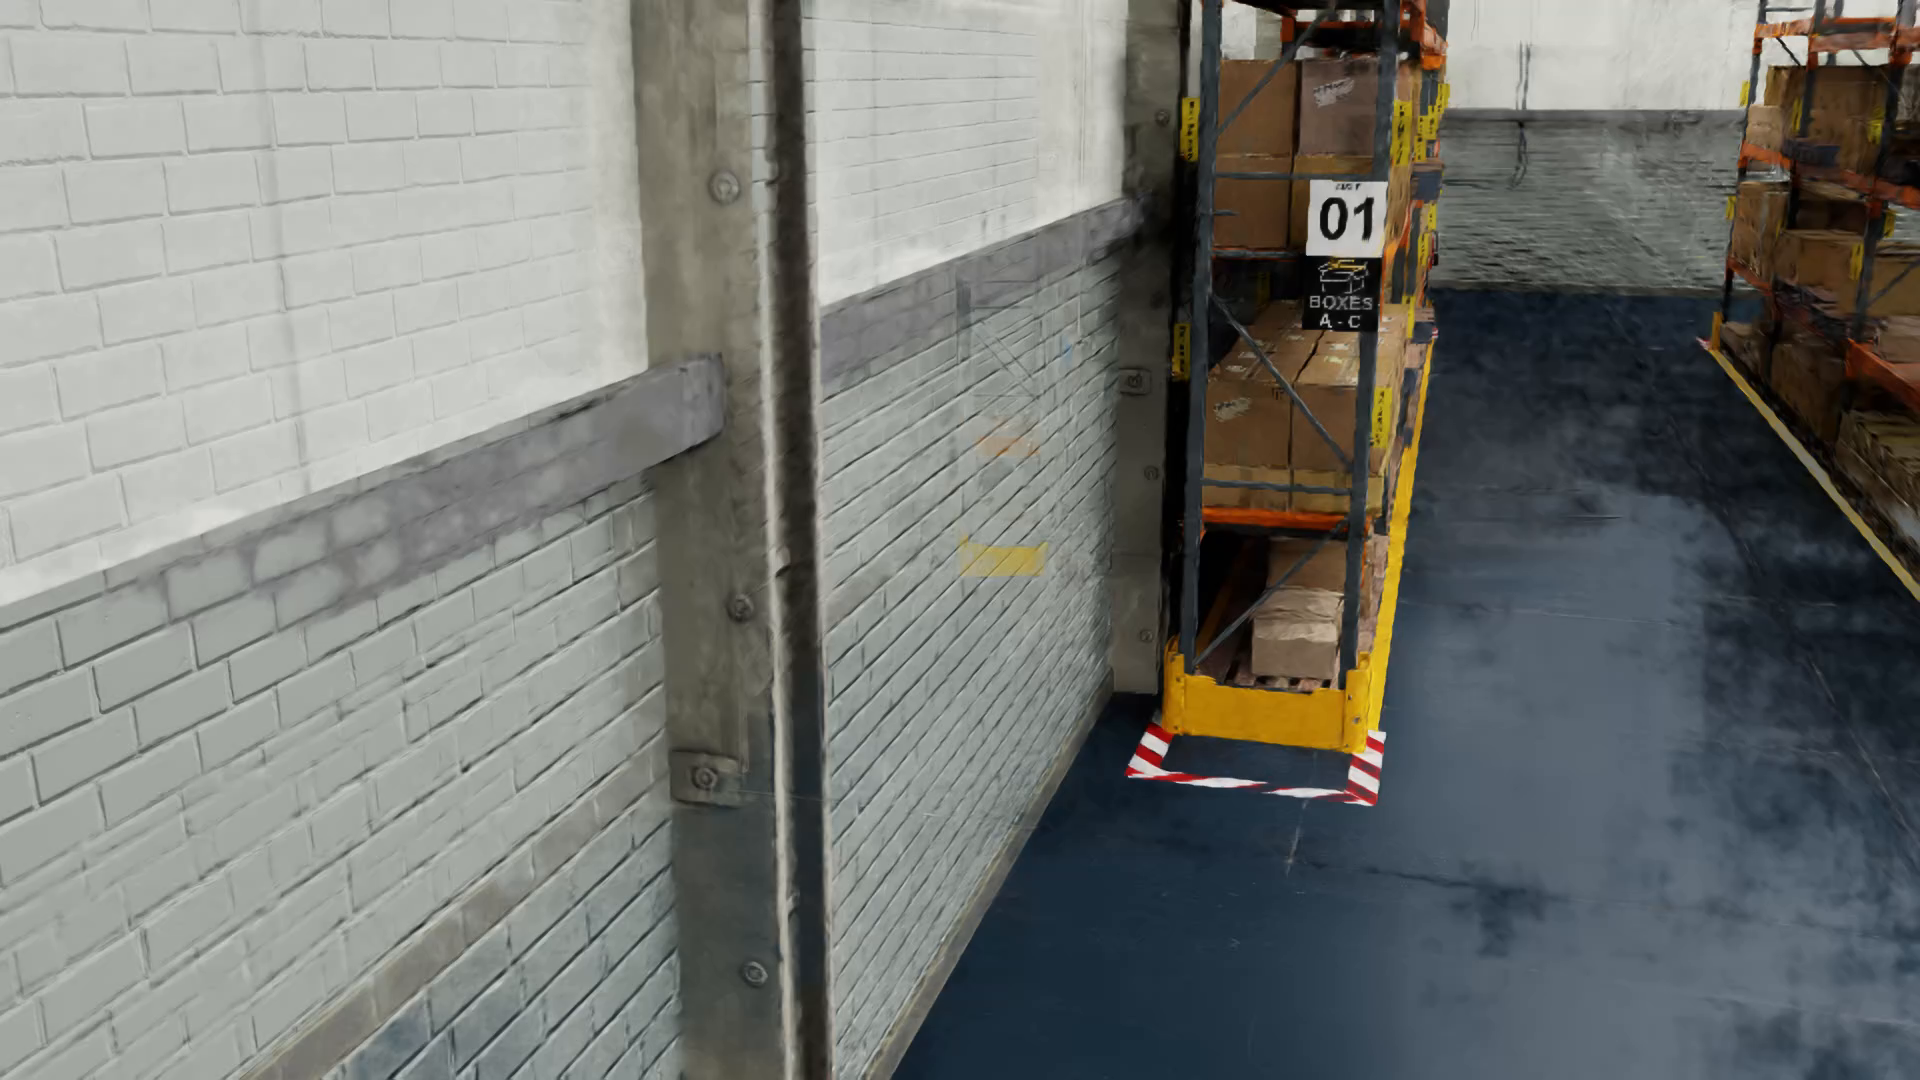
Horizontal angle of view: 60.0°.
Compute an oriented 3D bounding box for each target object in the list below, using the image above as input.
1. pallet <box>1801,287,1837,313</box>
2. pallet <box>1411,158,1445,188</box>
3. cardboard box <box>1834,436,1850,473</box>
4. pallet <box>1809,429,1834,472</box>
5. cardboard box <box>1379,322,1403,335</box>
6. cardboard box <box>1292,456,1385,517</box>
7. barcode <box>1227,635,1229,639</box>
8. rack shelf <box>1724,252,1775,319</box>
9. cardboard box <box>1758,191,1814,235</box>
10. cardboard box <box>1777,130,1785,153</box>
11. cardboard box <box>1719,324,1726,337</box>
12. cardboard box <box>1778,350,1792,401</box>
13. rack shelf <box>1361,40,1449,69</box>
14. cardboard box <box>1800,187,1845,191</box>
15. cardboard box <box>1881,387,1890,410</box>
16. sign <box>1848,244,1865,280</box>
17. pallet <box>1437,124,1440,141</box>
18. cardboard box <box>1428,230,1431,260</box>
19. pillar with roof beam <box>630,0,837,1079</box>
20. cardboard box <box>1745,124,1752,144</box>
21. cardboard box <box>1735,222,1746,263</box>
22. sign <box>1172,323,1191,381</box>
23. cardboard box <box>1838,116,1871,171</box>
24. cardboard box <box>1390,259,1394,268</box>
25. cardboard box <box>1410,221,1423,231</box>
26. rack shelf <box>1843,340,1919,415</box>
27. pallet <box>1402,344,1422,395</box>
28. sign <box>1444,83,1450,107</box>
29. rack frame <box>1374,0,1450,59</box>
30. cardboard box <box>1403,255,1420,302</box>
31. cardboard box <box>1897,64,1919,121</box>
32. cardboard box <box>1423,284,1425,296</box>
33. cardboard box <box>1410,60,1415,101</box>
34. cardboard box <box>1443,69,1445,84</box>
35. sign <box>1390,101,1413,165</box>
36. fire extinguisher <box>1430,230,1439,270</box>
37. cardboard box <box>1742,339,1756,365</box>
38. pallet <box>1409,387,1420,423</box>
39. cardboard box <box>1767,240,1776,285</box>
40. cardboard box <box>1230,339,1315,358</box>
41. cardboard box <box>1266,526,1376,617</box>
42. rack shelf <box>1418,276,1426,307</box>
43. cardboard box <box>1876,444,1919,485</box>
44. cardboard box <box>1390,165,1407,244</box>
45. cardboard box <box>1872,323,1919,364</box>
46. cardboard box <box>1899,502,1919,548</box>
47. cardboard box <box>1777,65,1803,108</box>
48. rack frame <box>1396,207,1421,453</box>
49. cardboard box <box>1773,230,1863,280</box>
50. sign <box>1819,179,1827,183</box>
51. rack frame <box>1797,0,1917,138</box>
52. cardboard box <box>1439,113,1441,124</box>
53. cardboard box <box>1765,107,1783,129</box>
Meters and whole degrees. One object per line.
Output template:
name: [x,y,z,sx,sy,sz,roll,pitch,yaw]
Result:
pallet: [12.317,-7.128,29.313,1.003,0.211,1.213,5,16,16]
pallet: [6.451,-7.825,26.268,1.213,0.211,1.003,5,16,16]
cardboard box: [11.339,-5.476,27.407,0.500,0.250,0.500,5,16,16]
pallet: [12.017,-5.562,28.551,1.003,0.211,1.213,5,16,16]
cardboard box: [5.754,-5.936,23.625,0.500,0.500,0.500,4,16,14]
cardboard box: [5.188,-5.042,21.845,0.500,0.250,0.500,4,16,14]
barcode: [4.650,-4.133,22.509,0.001,0.075,0.075,5,16,16]
rack shelf: [13.474,-7.935,33.125,1.077,0.370,4.000,5,16,16]
cardboard box: [13.088,-8.705,32.507,0.500,0.500,0.500,5,17,16]
cardboard box: [12.941,-9.406,31.772,0.500,0.250,0.500,5,16,16]
cardboard box: [13.594,-7.561,34.908,0.380,0.149,0.250,5,16,16]
cardboard box: [12.394,-6.518,30.588,0.500,0.500,0.500,5,17,17]
rack shelf: [8.724,-11.011,33.711,1.077,0.370,4.000,5,16,16]
cardboard box: [13.894,-8.927,33.290,0.500,0.500,0.500,5,17,17]
cardboard box: [12.316,-5.954,28.599,0.500,0.500,0.500,4,16,14]
sign: [11.246,-7.269,27.485,0.100,0.325,0.005,5,16,16]
pallet: [8.746,-10.072,34.009,1.003,0.211,1.213,5,16,16]
cardboard box: [8.735,-8.807,34.333,0.980,0.700,0.700,4,16,13]
pillar with roof beam: [6.537,-6.234,14.816,9.100,9.000,0.400,5,16,16]
cardboard box: [13.653,-10.060,34.078,0.500,0.250,0.500,5,16,16]
cardboard box: [13.522,-8.621,34.043,0.500,0.500,0.500,4,16,15]
sign: [4.219,-5.758,21.433,0.100,0.325,0.005,5,16,16]
cardboard box: [12.153,-8.588,28.431,0.910,0.500,0.500,5,16,16]
cardboard box: [6.762,-7.082,27.810,0.700,0.500,0.500,3,16,11]
cardboard box: [7.547,-7.895,29.528,0.500,0.250,0.500,4,16,15]
rack shelf: [11.201,-5.842,25.746,1.077,0.370,4.000,5,16,16]
pallet: [6.238,-6.144,25.845,1.003,0.211,1.213,5,16,16]
sign: [9.808,-10.972,35.542,0.100,0.325,0.005,5,16,16]
rack frame: [9.292,-12.073,35.404,1.000,3.000,0.127,5,16,16]
cardboard box: [7.402,-7.402,29.164,0.500,0.500,0.500,5,17,18]
cardboard box: [11.899,-8.797,27.333,0.500,0.500,0.500,5,16,16]
cardboard box: [9.255,-8.193,35.340,0.380,0.149,0.250,5,17,17]
cardboard box: [5.413,-7.327,22.115,0.500,0.500,0.500,5,17,17]
cardboard box: [9.193,-10.826,34.452,0.500,0.500,0.500,5,17,18]
sign: [5.265,-6.823,20.787,0.100,0.325,0.005,5,16,16]
fire extinguisher: [9.777,-8.974,36.297,0.296,0.674,0.183,5,16,16]
cardboard box: [13.009,-7.043,32.783,0.500,0.311,0.500,5,16,16]
pallet: [7.663,-6.271,31.052,1.003,0.211,1.213,5,16,16]
cardboard box: [12.802,-7.956,31.699,0.500,0.500,0.500,5,17,17]
cardboard box: [4.970,-5.706,22.812,0.500,0.500,0.500,4,16,14]
cardboard box: [5.446,-4.521,23.547,0.700,0.500,0.500,4,16,12]
rack shelf: [7.587,-7.271,30.786,1.077,0.370,4.000,5,16,16]
cardboard box: [10.905,-5.340,25.900,0.500,0.311,0.500,4,16,15]
cardboard box: [5.267,-6.708,21.764,0.500,0.500,0.500,6,17,20]
cardboard box: [11.329,-6.449,26.732,0.500,0.311,0.500,4,16,15]
cardboard box: [10.618,-4.807,25.048,0.500,0.250,0.500,4,16,15]
cardboard box: [13.418,-10.253,32.469,0.700,0.500,0.500,5,16,16]
rack frame: [7.019,-7.094,28.843,1.000,3.000,0.127,5,16,16]
cardboard box: [12.557,-7.901,30.735,0.700,0.500,0.500,-1,16,-3]
sign: [14.569,-9.465,34.500,0.100,0.325,0.005,5,16,16]
rack frame: [12.906,-10.643,30.363,1.000,3.000,0.127,5,16,16]
cardboard box: [9.048,-10.323,34.052,0.500,0.250,0.500,4,16,14]
cardboard box: [13.216,-9.909,32.629,0.500,0.250,0.500,5,16,16]
